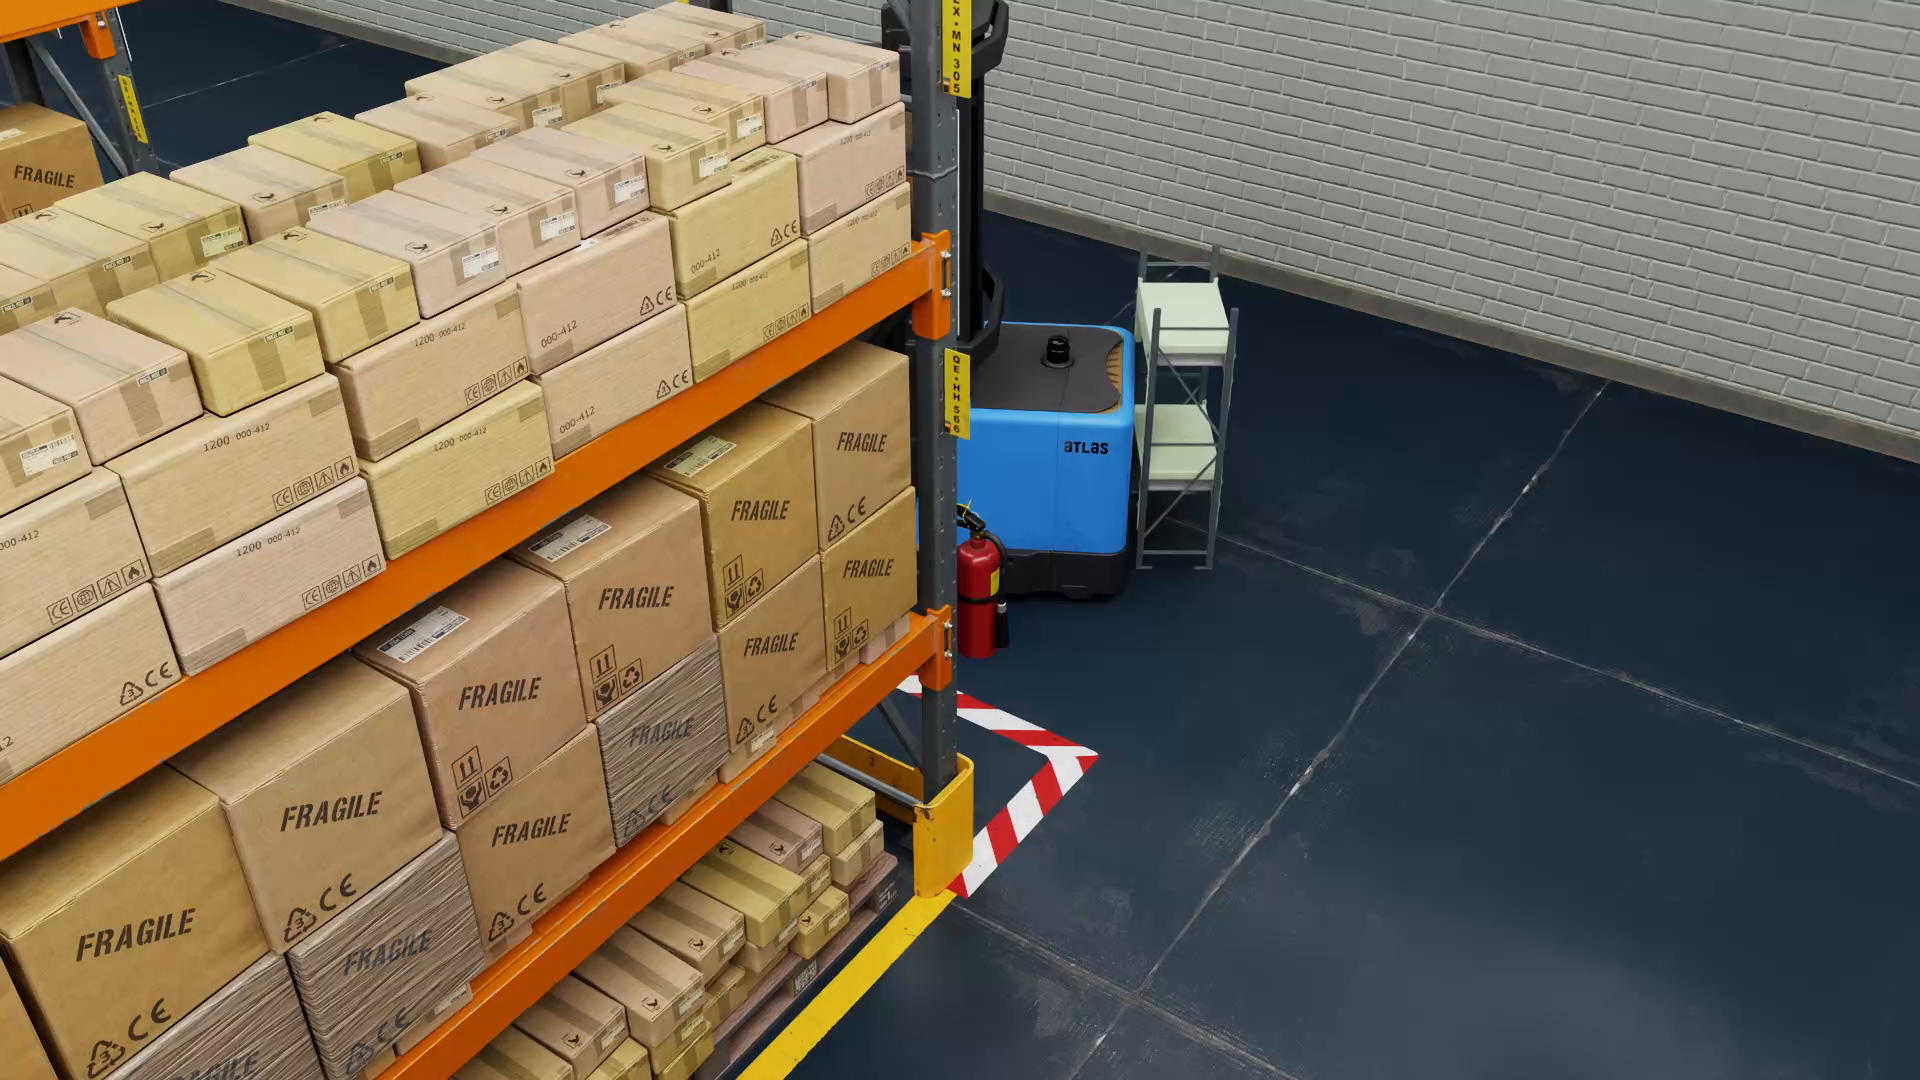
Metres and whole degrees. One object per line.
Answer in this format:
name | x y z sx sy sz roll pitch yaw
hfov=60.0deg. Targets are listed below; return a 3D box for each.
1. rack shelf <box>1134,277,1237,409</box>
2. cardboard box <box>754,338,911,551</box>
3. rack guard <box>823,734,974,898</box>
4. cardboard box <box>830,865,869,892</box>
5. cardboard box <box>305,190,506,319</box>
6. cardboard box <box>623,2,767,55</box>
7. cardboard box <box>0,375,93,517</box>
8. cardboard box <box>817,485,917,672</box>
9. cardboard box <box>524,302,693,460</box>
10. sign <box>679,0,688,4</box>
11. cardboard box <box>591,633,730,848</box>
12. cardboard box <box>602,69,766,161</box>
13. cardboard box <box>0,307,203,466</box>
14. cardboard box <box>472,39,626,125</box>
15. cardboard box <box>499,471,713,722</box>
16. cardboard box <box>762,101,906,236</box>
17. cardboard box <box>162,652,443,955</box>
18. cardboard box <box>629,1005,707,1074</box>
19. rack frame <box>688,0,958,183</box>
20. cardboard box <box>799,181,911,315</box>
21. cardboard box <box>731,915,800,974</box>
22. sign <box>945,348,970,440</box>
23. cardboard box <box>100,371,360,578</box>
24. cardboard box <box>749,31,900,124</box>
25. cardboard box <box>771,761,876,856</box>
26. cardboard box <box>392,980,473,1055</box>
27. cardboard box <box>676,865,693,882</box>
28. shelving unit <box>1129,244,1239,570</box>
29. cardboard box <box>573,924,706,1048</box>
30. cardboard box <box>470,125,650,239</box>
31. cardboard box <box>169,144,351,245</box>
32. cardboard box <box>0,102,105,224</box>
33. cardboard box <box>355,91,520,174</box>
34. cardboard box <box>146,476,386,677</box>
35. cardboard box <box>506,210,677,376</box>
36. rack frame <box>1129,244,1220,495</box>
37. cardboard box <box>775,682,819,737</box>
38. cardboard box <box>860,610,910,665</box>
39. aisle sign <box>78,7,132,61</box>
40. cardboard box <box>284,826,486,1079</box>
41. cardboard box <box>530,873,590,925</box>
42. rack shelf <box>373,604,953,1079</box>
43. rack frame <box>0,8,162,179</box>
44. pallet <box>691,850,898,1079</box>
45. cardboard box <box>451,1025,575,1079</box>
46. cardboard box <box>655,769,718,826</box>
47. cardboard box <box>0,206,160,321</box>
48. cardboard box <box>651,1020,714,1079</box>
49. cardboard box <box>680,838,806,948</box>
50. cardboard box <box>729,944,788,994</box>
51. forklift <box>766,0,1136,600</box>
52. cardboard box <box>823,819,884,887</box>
rack shelf | 1.120 -0.999 8.368 0.431 0.370 0.720 0 34 0
cardboard box | -0.511 -0.359 5.532 0.500 0.500 0.500 20 39 27
rack guard | -0.498 1.000 7.001 1.175 0.500 0.348 21 39 28
cardboard box | -0.583 1.245 6.577 0.380 0.149 0.250 22 40 29
cardboard box | -1.298 -0.675 3.900 0.380 0.149 0.250 20 39 27
cardboard box | -0.826 -1.547 5.189 0.380 0.149 0.250 21 39 28
cardboard box | -1.905 -0.192 3.186 0.380 0.149 0.250 20 39 27
cardboard box | -0.499 0.054 5.814 0.500 0.500 0.500 22 40 29
cardboard box | -1.075 -0.496 4.438 0.500 0.250 0.500 23 40 30
sign | -0.900 -1.848 5.523 0.100 0.325 0.005 21 39 28
cardboard box | -1.078 0.526 5.116 0.500 0.500 0.500 21 40 28
cardboard box | -0.769 -1.176 4.641 0.380 0.149 0.250 20 39 27
cardboard box | -1.775 -0.318 3.372 0.380 0.149 0.250 20 39 27
cardboard box | -1.201 -1.334 4.874 0.380 0.149 0.250 21 39 28
cardboard box | -1.089 0.116 4.829 0.500 0.500 0.500 23 41 30
cardboard box | -0.508 -1.165 4.980 0.500 0.250 0.500 20 39 27
cardboard box | -1.682 0.596 4.119 0.500 0.500 0.500 22 40 29
cardboard box | -1.100 1.629 5.743 0.380 0.149 0.250 22 40 29
rack frame | -0.454 -2.556 4.672 1.000 3.000 0.127 21 39 28
cardboard box | -0.496 -0.957 5.120 0.500 0.250 0.500 20 39 27
cardboard box | -0.816 1.387 6.101 0.380 0.149 0.250 20 39 26
sign | -0.010 -0.495 5.664 0.100 0.325 0.005 21 39 28
cardboard box | -1.677 -0.217 3.579 0.500 0.250 0.500 22 40 29
cardboard box | -0.402 -1.376 4.937 0.380 0.149 0.250 21 39 28
cardboard box | -0.548 1.015 6.387 0.380 0.149 0.250 22 40 29
cardboard box | -1.594 1.227 4.658 0.380 0.149 0.250 23 40 30
cardboard box | -1.233 1.221 6.347 0.380 0.149 0.250 22 40 29
shelving unit | 1.120 -0.676 8.586 0.431 1.500 0.755 0 34 0
cardboard box | -1.089 1.512 5.651 0.380 0.149 0.250 23 40 30
cardboard box | -1.025 -0.922 4.266 0.380 0.149 0.250 20 39 27
cardboard box | -1.736 -0.842 4.146 0.380 0.149 0.250 23 40 30
cardboard box | -4.533 -1.765 8.057 0.500 0.500 0.500 22 40 29
cardboard box | -1.400 -1.070 4.484 0.380 0.149 0.250 22 40 29
cardboard box | -1.663 -0.006 3.713 0.500 0.250 0.500 23 40 30
cardboard box | -1.093 -0.694 4.284 0.500 0.250 0.500 22 40 29
rack frame | 1.123 -0.881 8.890 0.400 1.500 0.023 0 34 0
cardboard box | -0.711 0.496 5.738 0.380 0.149 0.250 21 39 28
cardboard box | -0.408 0.274 6.067 0.380 0.149 0.250 21 39 28
aisle sign | -4.184 -2.716 7.943 0.394 0.787 0.004 21 39 28
cardboard box | -1.653 1.008 4.403 0.500 0.500 0.500 20 39 27
cardboard box | -1.353 0.966 5.044 0.380 0.149 0.250 22 40 29
rack shelf | -1.595 1.148 5.193 1.077 0.370 4.000 21 39 28
rack frame | -4.471 -1.701 8.764 1.000 3.000 0.127 21 39 28
pallet | -0.990 1.482 6.546 1.003 0.211 1.213 21 39 28
cardboard box | -1.456 1.727 5.333 0.380 0.149 0.250 21 40 28
cardboard box | -1.012 0.733 5.388 0.380 0.149 0.250 19 39 26
cardboard box | -2.065 -0.617 3.815 0.380 0.149 0.250 21 39 28
cardboard box | -1.092 1.745 5.837 0.380 0.149 0.250 19 39 26
cardboard box | -0.782 1.272 6.007 0.380 0.149 0.250 20 39 27
cardboard box | -0.868 1.490 6.215 0.380 0.149 0.250 21 39 28
forklift | -0.626 -1.248 8.154 3.031 2.935 1.130 3 34 5
cardboard box | -0.521 1.147 6.456 0.380 0.149 0.250 20 39 27
